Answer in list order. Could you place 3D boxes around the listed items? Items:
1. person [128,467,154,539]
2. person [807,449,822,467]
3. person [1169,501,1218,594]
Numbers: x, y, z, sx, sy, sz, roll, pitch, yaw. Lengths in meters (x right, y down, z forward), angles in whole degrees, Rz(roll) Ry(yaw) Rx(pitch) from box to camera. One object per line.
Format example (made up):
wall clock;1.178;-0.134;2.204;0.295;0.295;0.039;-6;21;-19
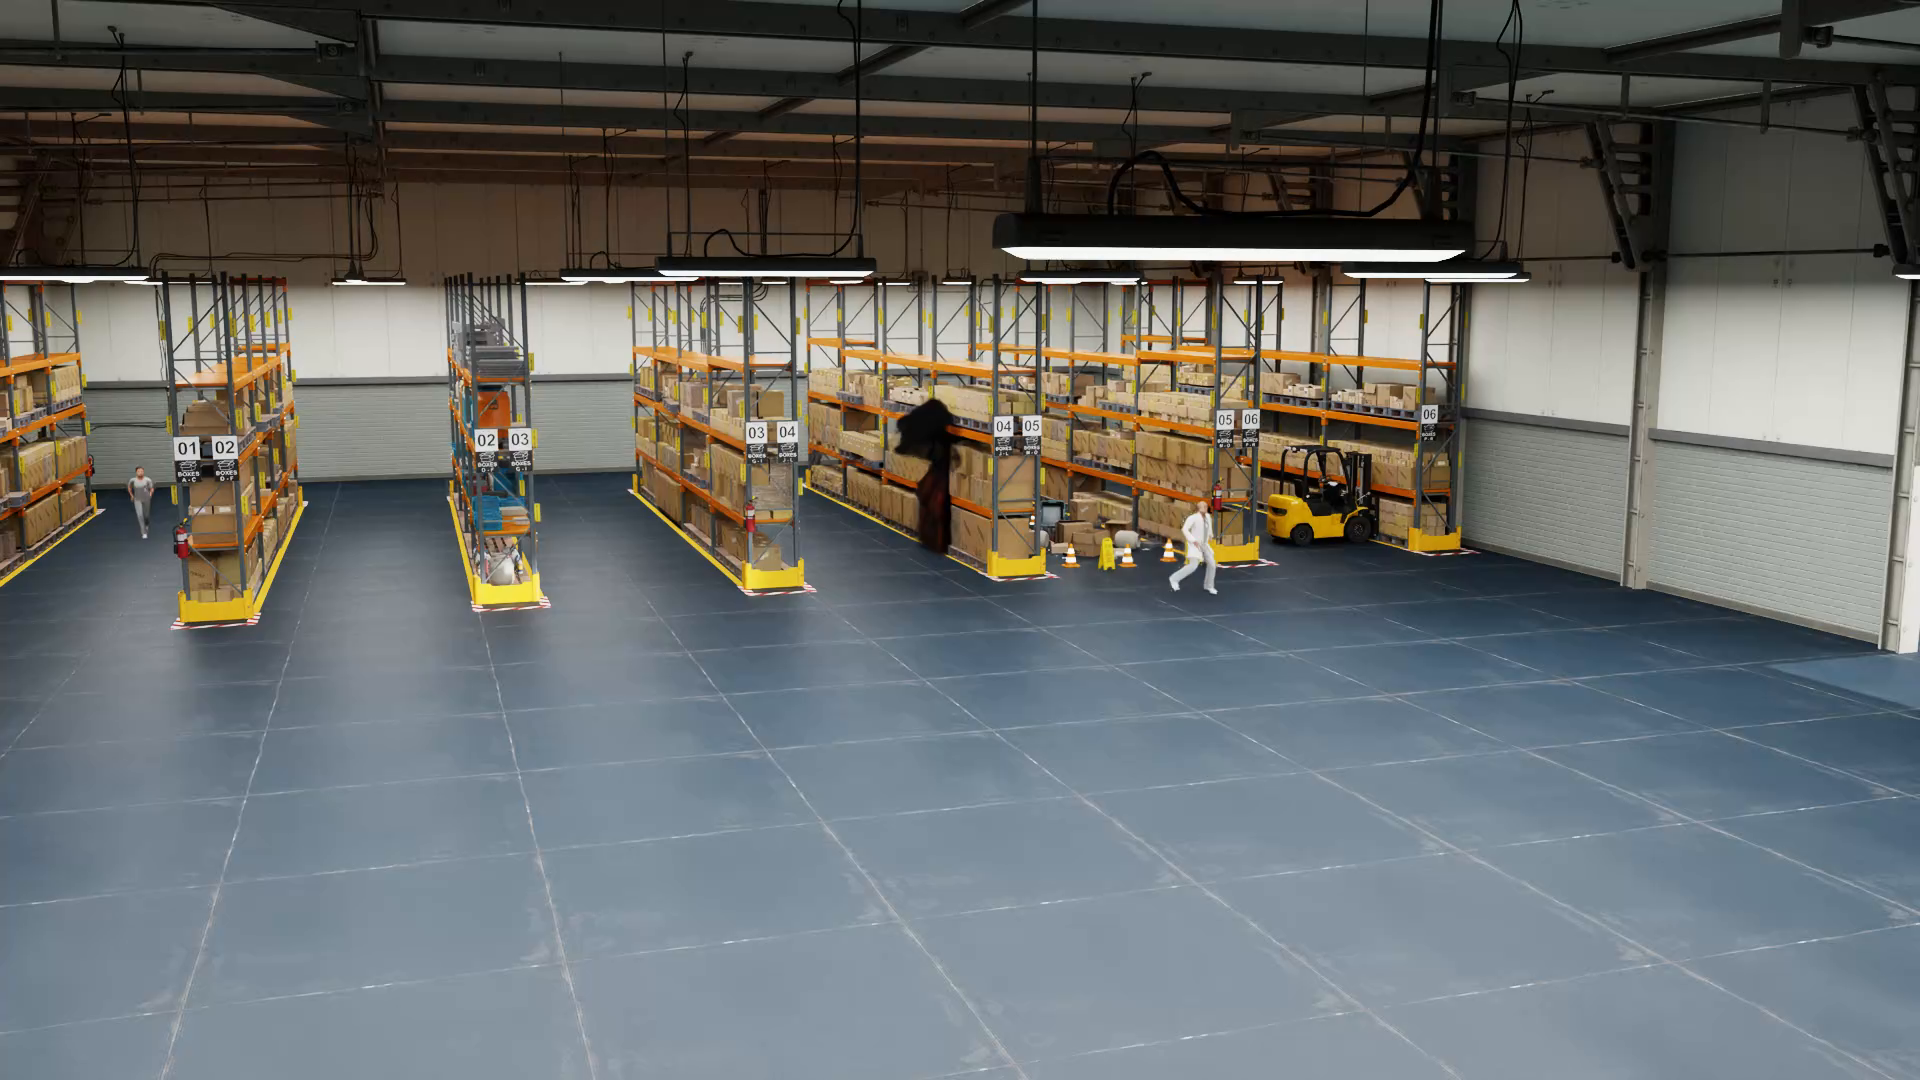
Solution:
person;-18.991;-0.896;38.607;0.547;1.654;0.877;-4;10;-27
person;-4.361;-2.586;49.786;0.553;1.609;0.660;7;11;39
person;4.484;0.151;31.473;0.922;1.782;0.790;-8;12;-44
